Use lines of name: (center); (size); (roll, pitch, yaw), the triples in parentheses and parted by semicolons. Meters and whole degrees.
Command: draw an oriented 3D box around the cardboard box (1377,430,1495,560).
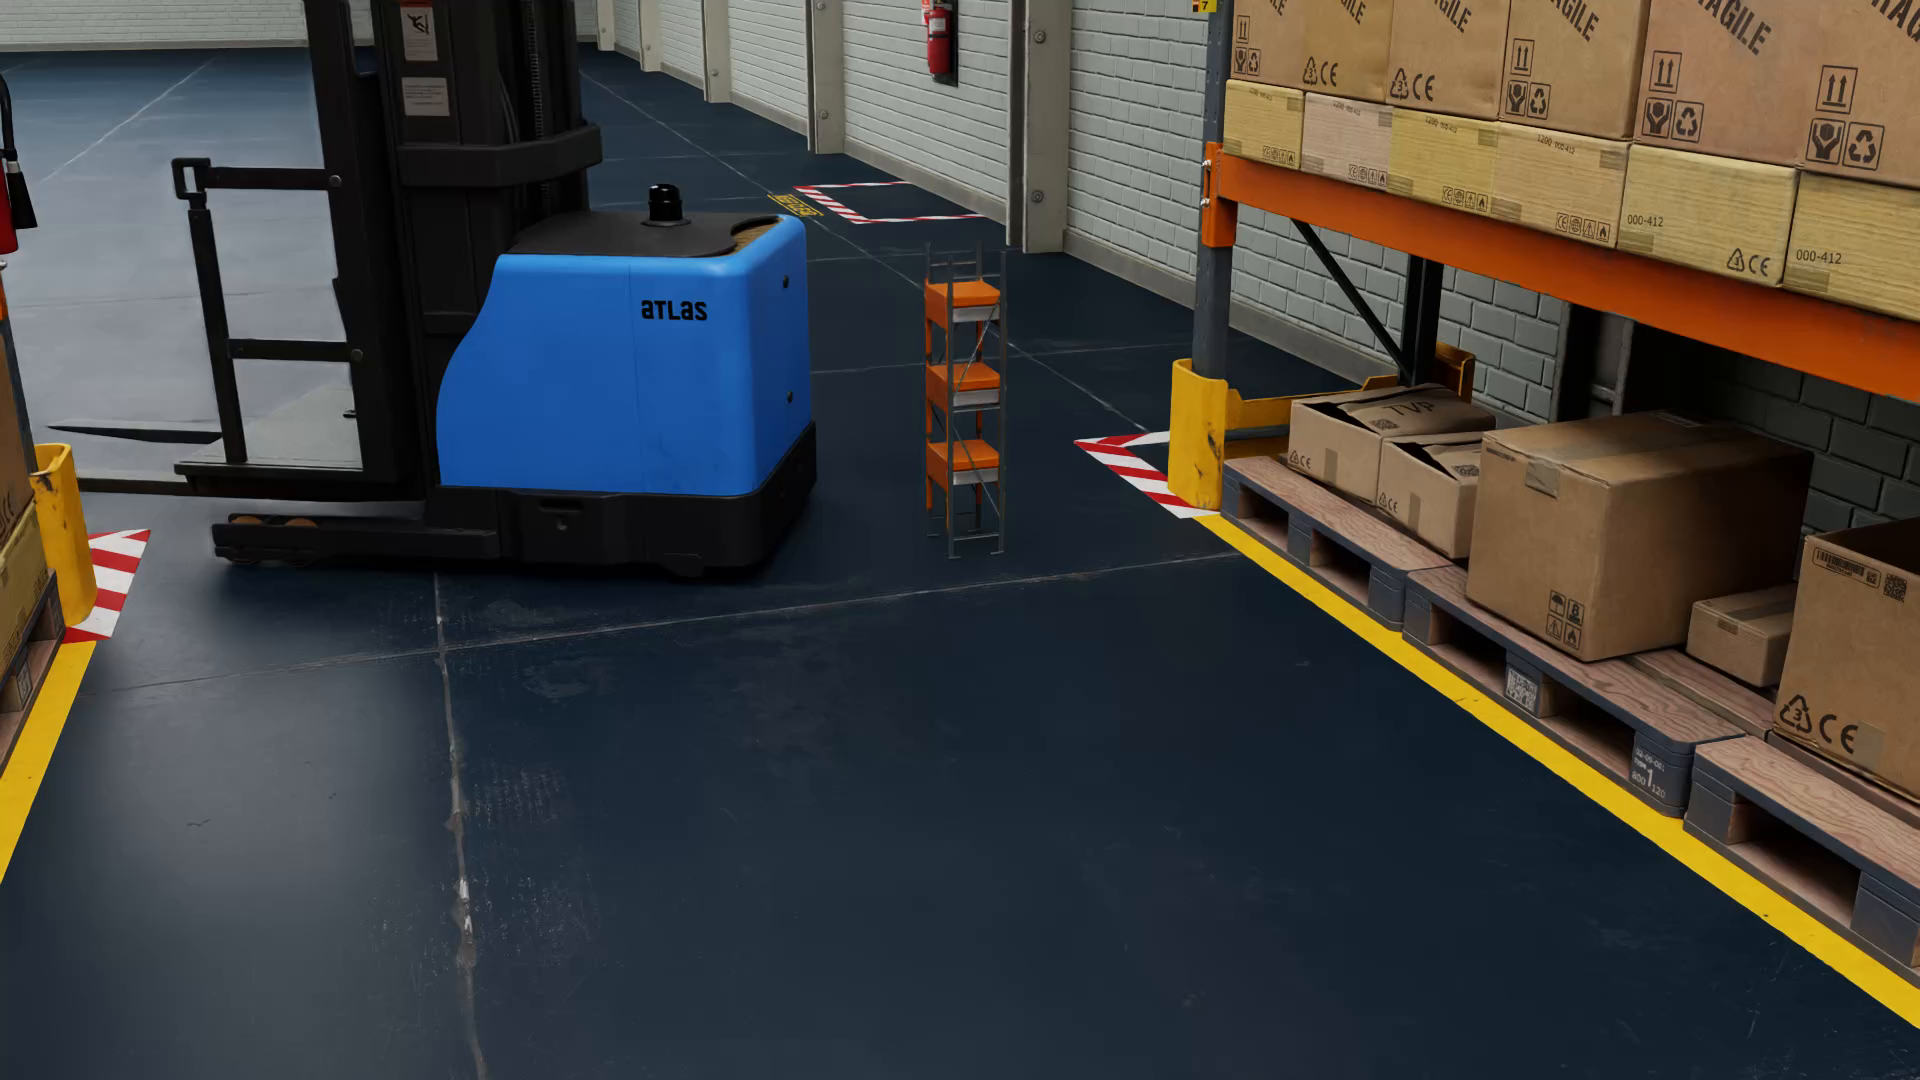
cardboard box: (1.687, -0.185, 5.321); (0.500, 0.311, 0.500); (-5, 20, -13)

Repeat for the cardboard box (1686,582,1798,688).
cardboard box: (2.149, 0.245, 4.364); (0.380, 0.149, 0.250); (-8, 21, -22)

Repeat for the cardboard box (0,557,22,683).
cardboard box: (-2.708, 0.266, 4.185); (0.500, 0.250, 0.500); (-6, 21, -17)

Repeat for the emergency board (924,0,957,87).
emergency board: (-0.209, -4.248, 13.305); (0.194, 1.169, 0.643); (-6, 21, -17)

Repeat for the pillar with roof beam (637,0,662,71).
pillar with roof beam: (-9.213, -11.593, 24.880); (9.100, 9.000, 0.400); (-6, 21, -17)

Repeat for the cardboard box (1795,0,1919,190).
cardboard box: (2.029, -0.944, 3.192); (0.500, 0.500, 0.500); (-7, 21, -18)

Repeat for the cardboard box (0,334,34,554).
cardboard box: (-2.875, -0.246, 4.502); (0.500, 0.500, 0.500); (-6, 21, -17)

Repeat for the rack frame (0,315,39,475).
rack frame: (-3.326, -1.130, 4.626); (1.000, 3.000, 0.127); (-6, 21, -17)

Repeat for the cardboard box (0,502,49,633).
cardboard box: (-2.877, 0.107, 4.628); (0.500, 0.250, 0.500); (-6, 21, -17)

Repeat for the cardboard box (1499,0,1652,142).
cardboard box: (1.716, -1.274, 4.109); (0.500, 0.500, 0.500); (-6, 21, -16)

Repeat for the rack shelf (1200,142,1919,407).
rack shelf: (2.004, -0.678, 4.430); (1.077, 0.370, 4.000); (-6, 21, -17)

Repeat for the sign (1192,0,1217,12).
sign: (0.861, -2.008, 5.788); (0.100, 0.325, 0.005); (-6, 21, -17)

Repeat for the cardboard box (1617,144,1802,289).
cardboard box: (1.875, -0.753, 3.769); (0.500, 0.250, 0.500); (-7, 21, -18)

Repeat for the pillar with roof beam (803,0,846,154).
pillar with roof beam: (-5.441, -7.742, 14.159); (9.100, 9.000, 0.400); (-6, 21, -17)

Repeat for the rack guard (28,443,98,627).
rack guard: (-3.333, 0.038, 5.070); (1.175, 0.500, 0.348); (-6, 21, -17)

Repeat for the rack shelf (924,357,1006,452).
rack shelf: (0.017, -0.467, 5.695); (0.215, 0.259, 0.240); (-6, 21, -17)

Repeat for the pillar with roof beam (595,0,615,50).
pillar with roof beam: (-11.099, -13.518, 30.241); (9.100, 9.000, 0.400); (-6, 21, -17)

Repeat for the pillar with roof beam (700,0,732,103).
pillar with roof beam: (-7.327, -9.667, 19.520); (9.100, 9.000, 0.400); (-6, 21, -17)

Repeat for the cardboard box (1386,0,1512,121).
cardboard box: (1.543, -1.438, 4.567); (0.500, 0.500, 0.500); (-7, 21, -19)

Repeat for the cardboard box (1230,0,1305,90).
cardboard box: (1.241, -1.765, 5.475); (0.500, 0.500, 0.500); (-6, 21, -17)

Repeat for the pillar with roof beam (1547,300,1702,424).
pillar with roof beam: (-1.670, -3.891, 3.438); (9.100, 9.000, 0.400); (-6, 21, -17)

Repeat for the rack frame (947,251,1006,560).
rack frame: (0.055, -0.438, 5.582); (0.200, 1.050, 0.008); (-6, 21, -17)

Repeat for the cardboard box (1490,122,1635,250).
cardboard box: (1.716, -0.915, 4.218); (0.500, 0.250, 0.500); (-6, 21, -17)

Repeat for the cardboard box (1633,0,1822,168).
cardboard box: (1.881, -1.107, 3.645); (0.500, 0.500, 0.500); (-7, 21, -19)

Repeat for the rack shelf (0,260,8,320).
rack shelf: (-2.697, -0.150, 2.961); (1.077, 0.370, 4.000); (-6, 21, -17)

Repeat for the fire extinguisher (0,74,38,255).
fire extinguisher: (-2.922, -1.181, 4.882); (0.296, 0.674, 0.183); (-6, 21, -17)

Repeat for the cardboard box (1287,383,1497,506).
cardboard box: (1.508, -0.368, 5.830); (0.500, 0.311, 0.500); (-9, 22, -23)

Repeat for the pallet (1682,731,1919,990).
pallet: (2.388, 0.726, 3.582); (1.003, 0.211, 1.213); (-6, 21, -17)

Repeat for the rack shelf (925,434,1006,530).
rack shelf: (0.017, -0.205, 5.789); (0.215, 0.259, 0.240); (-6, 21, -17)

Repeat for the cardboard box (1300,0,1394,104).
cardboard box: (1.386, -1.605, 5.030); (0.500, 0.500, 0.500); (-6, 21, -17)

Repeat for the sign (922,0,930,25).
sign: (-0.285, -4.453, 13.824); (0.001, 0.329, 0.234); (-6, 21, -17)

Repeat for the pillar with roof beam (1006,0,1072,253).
pillar with roof beam: (-3.556, -5.817, 8.798); (9.100, 9.000, 0.400); (-6, 21, -17)

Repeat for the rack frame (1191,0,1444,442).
rack frame: (1.376, -1.658, 6.095); (1.000, 3.000, 0.127); (-6, 21, -17)

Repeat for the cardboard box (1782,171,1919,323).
cardboard box: (2.048, -0.594, 3.324); (0.500, 0.250, 0.500); (-6, 21, -17)

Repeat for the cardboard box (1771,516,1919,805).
cardboard box: (2.269, 0.266, 3.785); (0.500, 0.500, 0.500); (-8, 21, -21)

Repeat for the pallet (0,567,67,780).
pallet: (-3.045, 0.423, 4.427); (1.003, 0.211, 1.213); (-6, 21, -17)

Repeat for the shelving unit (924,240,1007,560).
shelving unit: (0.017, -0.477, 5.691); (0.215, 1.050, 0.252); (-6, 21, -17)

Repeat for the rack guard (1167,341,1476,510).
rack guard: (1.400, -0.457, 6.450); (1.175, 0.500, 0.348); (-6, 21, -17)

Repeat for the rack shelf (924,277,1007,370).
rack shelf: (0.017, -0.734, 5.599); (0.215, 0.259, 0.240); (-6, 21, -17)

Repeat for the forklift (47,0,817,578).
forklift: (-2.101, -1.458, 5.639); (3.031, 2.935, 1.130); (2, 20, 7)

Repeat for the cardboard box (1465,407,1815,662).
cardboard box: (1.870, -0.033, 4.619); (0.700, 0.500, 0.500); (-8, 21, -21)

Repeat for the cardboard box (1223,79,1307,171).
cardboard box: (1.228, -1.406, 5.587); (0.500, 0.250, 0.500); (-7, 21, -19)

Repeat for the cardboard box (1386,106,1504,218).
cardboard box: (1.559, -1.077, 4.670); (0.500, 0.250, 0.500); (-7, 21, -18)

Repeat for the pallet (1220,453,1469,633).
pallet: (1.622, -0.057, 5.762); (1.003, 0.211, 1.213); (-6, 21, -17)

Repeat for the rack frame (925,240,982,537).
rack frame: (-0.022, -0.516, 5.800); (0.200, 1.050, 0.008); (-6, 21, -17)

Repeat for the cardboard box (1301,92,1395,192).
cardboard box: (1.405, -1.241, 5.127); (0.500, 0.250, 0.500); (-7, 21, -19)

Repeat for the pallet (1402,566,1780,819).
pallet: (2.001, 0.334, 4.674); (1.003, 0.211, 1.213); (-6, 21, -17)
